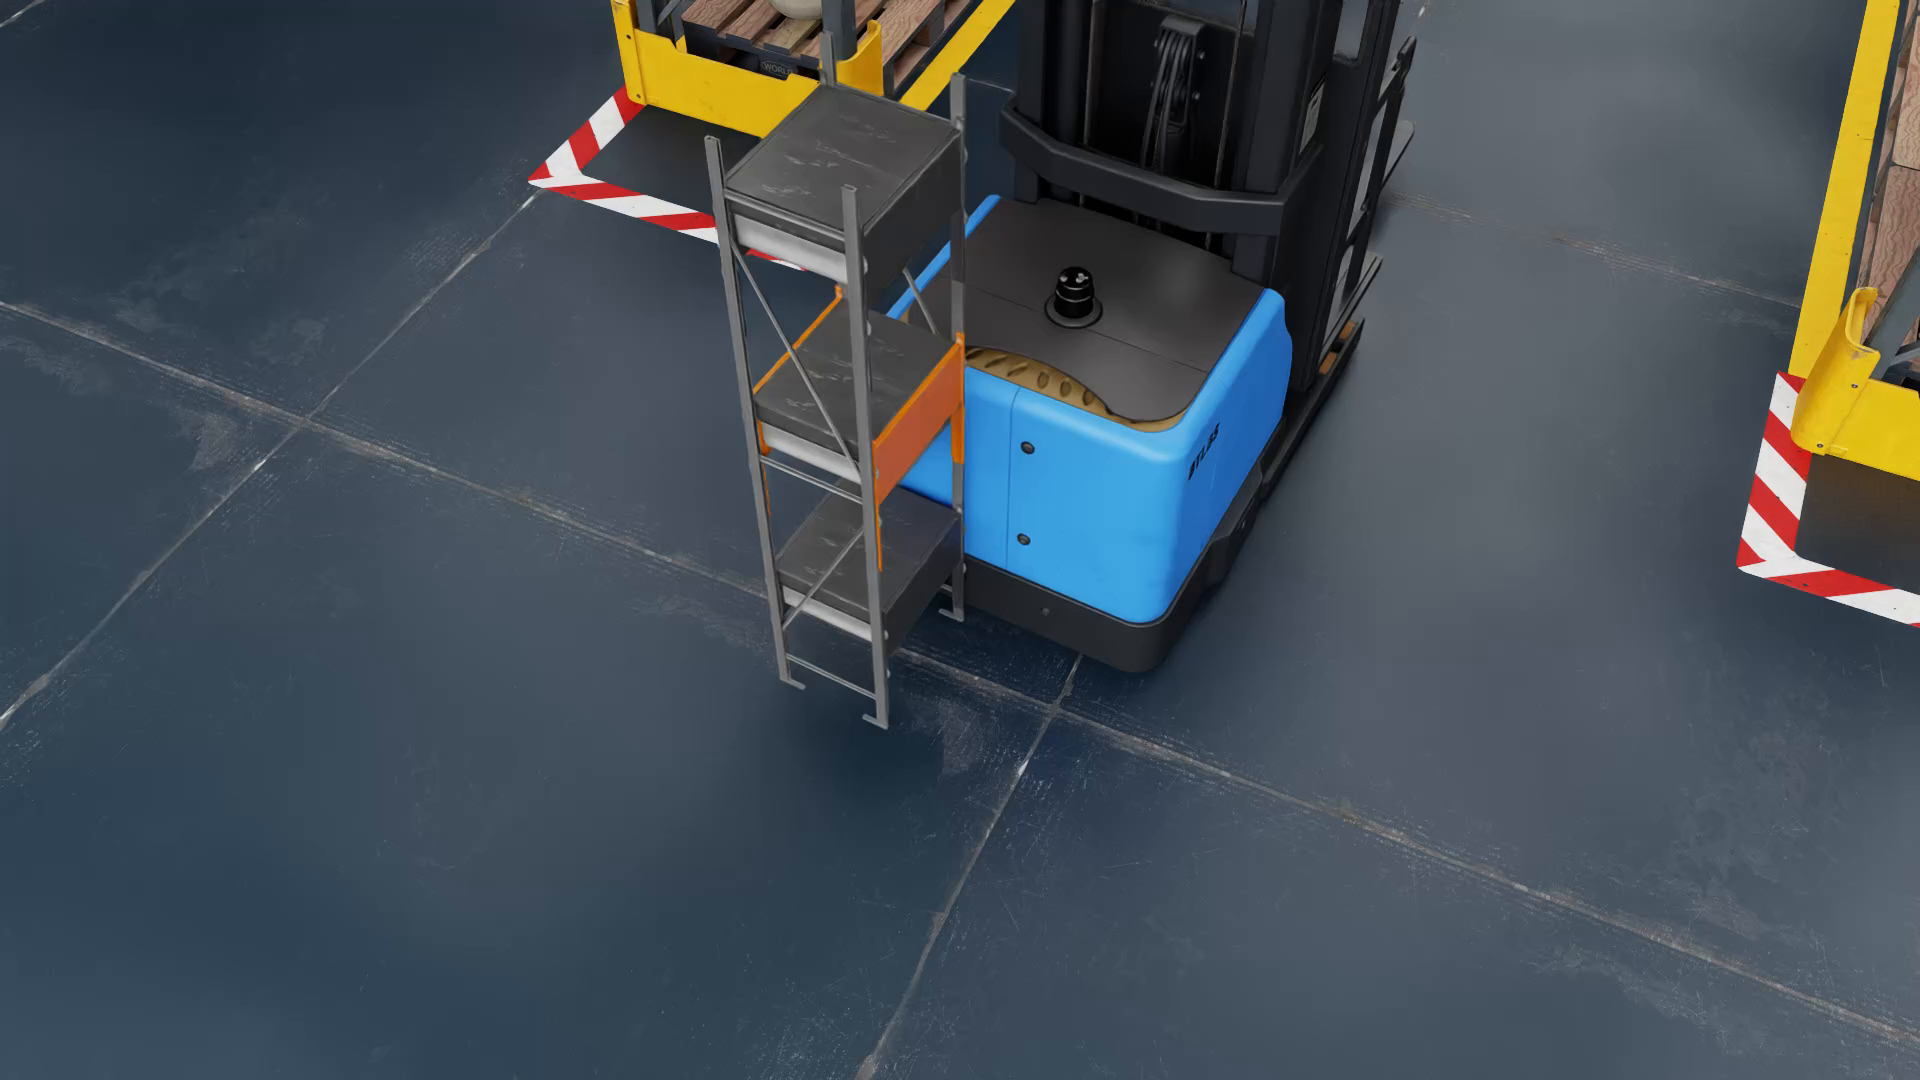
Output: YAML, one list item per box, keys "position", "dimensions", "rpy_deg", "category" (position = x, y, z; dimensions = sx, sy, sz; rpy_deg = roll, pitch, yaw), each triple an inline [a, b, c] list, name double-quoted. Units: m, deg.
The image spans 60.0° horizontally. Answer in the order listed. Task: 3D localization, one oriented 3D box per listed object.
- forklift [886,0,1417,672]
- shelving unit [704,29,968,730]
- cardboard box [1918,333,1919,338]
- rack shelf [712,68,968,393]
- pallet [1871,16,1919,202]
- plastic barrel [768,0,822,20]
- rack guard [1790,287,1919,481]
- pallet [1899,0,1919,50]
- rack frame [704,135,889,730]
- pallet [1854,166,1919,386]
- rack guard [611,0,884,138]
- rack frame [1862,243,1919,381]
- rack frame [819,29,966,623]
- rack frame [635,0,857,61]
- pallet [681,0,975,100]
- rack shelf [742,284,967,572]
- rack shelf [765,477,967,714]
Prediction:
- position: [0.871, -1.655, 5.233]
  dimensions: [1.130, 2.935, 3.031]
  rpy_deg: [23, 53, 18]
  category: "forklift"
- position: [-0.283, -0.323, 4.646]
  dimensions: [0.431, 2.100, 0.503]
  rpy_deg: [23, 53, 18]
  category: "shelving unit"
- position: [3.862, -0.945, 5.950]
  dimensions: [0.500, 0.500, 0.500]
  rpy_deg: [29, 55, 22]
  category: "cardboard box"
- position: [-0.283, -0.767, 4.123]
  dimensions: [0.431, 0.518, 0.480]
  rpy_deg: [23, 53, 18]
  category: "rack shelf"
- position: [4.514, -1.728, 7.082]
  dimensions: [1.003, 0.211, 1.213]
  rpy_deg: [20, 52, 16]
  category: "pallet"
- position: [-0.686, -2.614, 7.363]
  dimensions: [0.421, 0.512, 0.421]
  rpy_deg: [0, 50, 0]
  category: "plastic barrel"
- position: [3.612, -0.437, 5.793]
  dimensions: [1.175, 0.500, 0.348]
  rpy_deg: [20, 52, 16]
  category: "rack guard"
- position: [5.034, -2.571, 7.799]
  dimensions: [1.003, 0.211, 1.213]
  rpy_deg: [20, 52, 16]
  category: "pallet"
- position: [-0.402, -0.160, 4.508]
  dimensions: [0.400, 2.100, 0.015]
  rpy_deg: [23, 53, 18]
  category: "rack frame"
- position: [3.991, -0.891, 6.370]
  dimensions: [1.003, 0.211, 1.213]
  rpy_deg: [20, 52, 16]
  category: "pallet"
- position: [-0.909, -2.064, 7.178]
  dimensions: [1.175, 0.500, 0.348]
  rpy_deg: [20, 52, 16]
  category: "rack guard"
- position: [3.580, -1.195, 4.797]
  dimensions: [1.000, 3.000, 0.127]
  rpy_deg: [20, 52, 16]
  category: "rack frame"
- position: [-0.164, -0.485, 4.784]
  dimensions: [0.400, 2.100, 0.015]
  rpy_deg: [23, 53, 18]
  category: "rack frame"
- position: [-0.899, -2.806, 6.168]
  dimensions: [1.000, 3.000, 0.127]
  rpy_deg: [20, 52, 16]
  category: "rack frame"
- position: [-0.557, -2.528, 7.762]
  dimensions: [1.003, 0.211, 1.213]
  rpy_deg: [20, 52, 16]
  category: "pallet"
- position: [-0.283, -0.314, 4.656]
  dimensions: [0.431, 0.518, 0.480]
  rpy_deg: [23, 53, 18]
  category: "rack shelf"
- position: [-0.283, 0.140, 5.189]
  dimensions: [0.431, 0.518, 0.480]
  rpy_deg: [23, 53, 18]
  category: "rack shelf"
